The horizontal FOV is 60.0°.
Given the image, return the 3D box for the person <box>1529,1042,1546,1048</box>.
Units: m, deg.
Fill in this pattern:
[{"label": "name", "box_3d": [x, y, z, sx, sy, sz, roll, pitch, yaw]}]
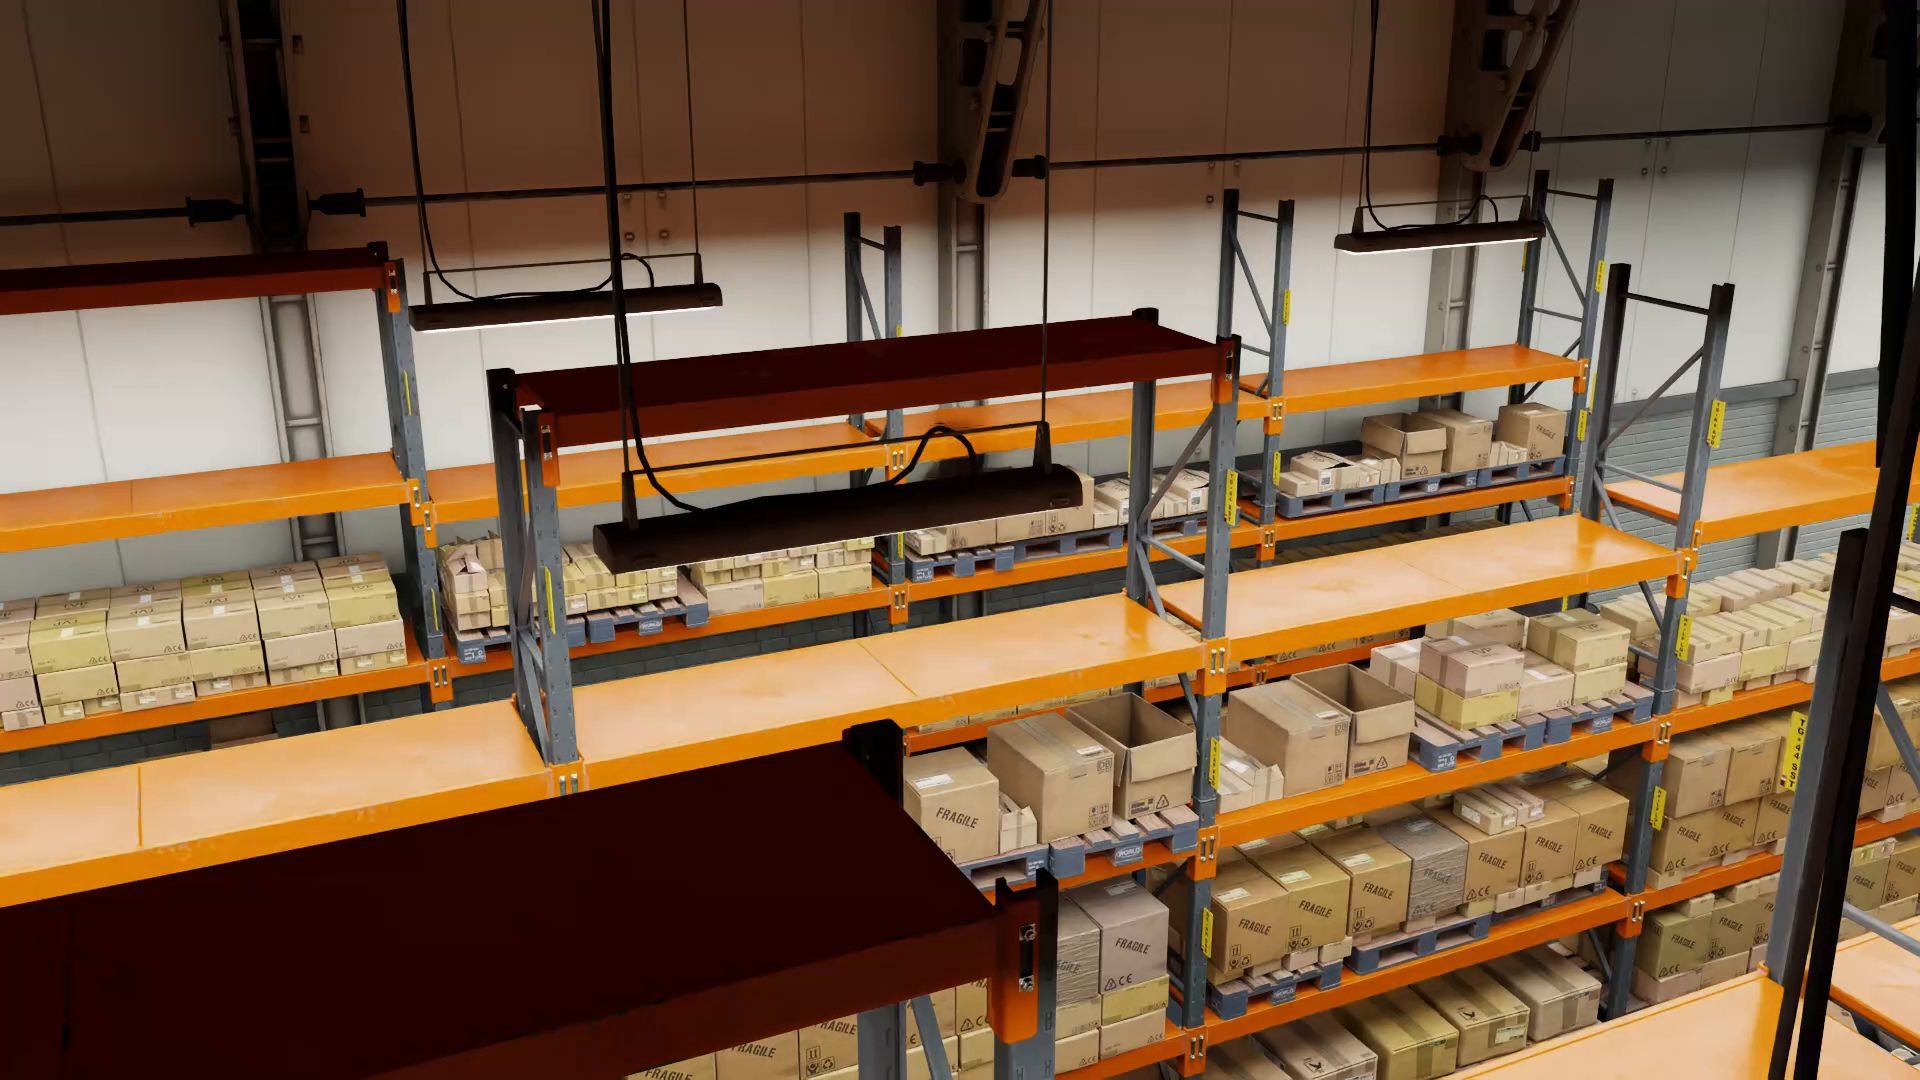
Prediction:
[{"label": "person", "box_3d": [3.614, 3.905, 10.566, 0.500, 1.761, 0.668, 9, 20, 24]}]
